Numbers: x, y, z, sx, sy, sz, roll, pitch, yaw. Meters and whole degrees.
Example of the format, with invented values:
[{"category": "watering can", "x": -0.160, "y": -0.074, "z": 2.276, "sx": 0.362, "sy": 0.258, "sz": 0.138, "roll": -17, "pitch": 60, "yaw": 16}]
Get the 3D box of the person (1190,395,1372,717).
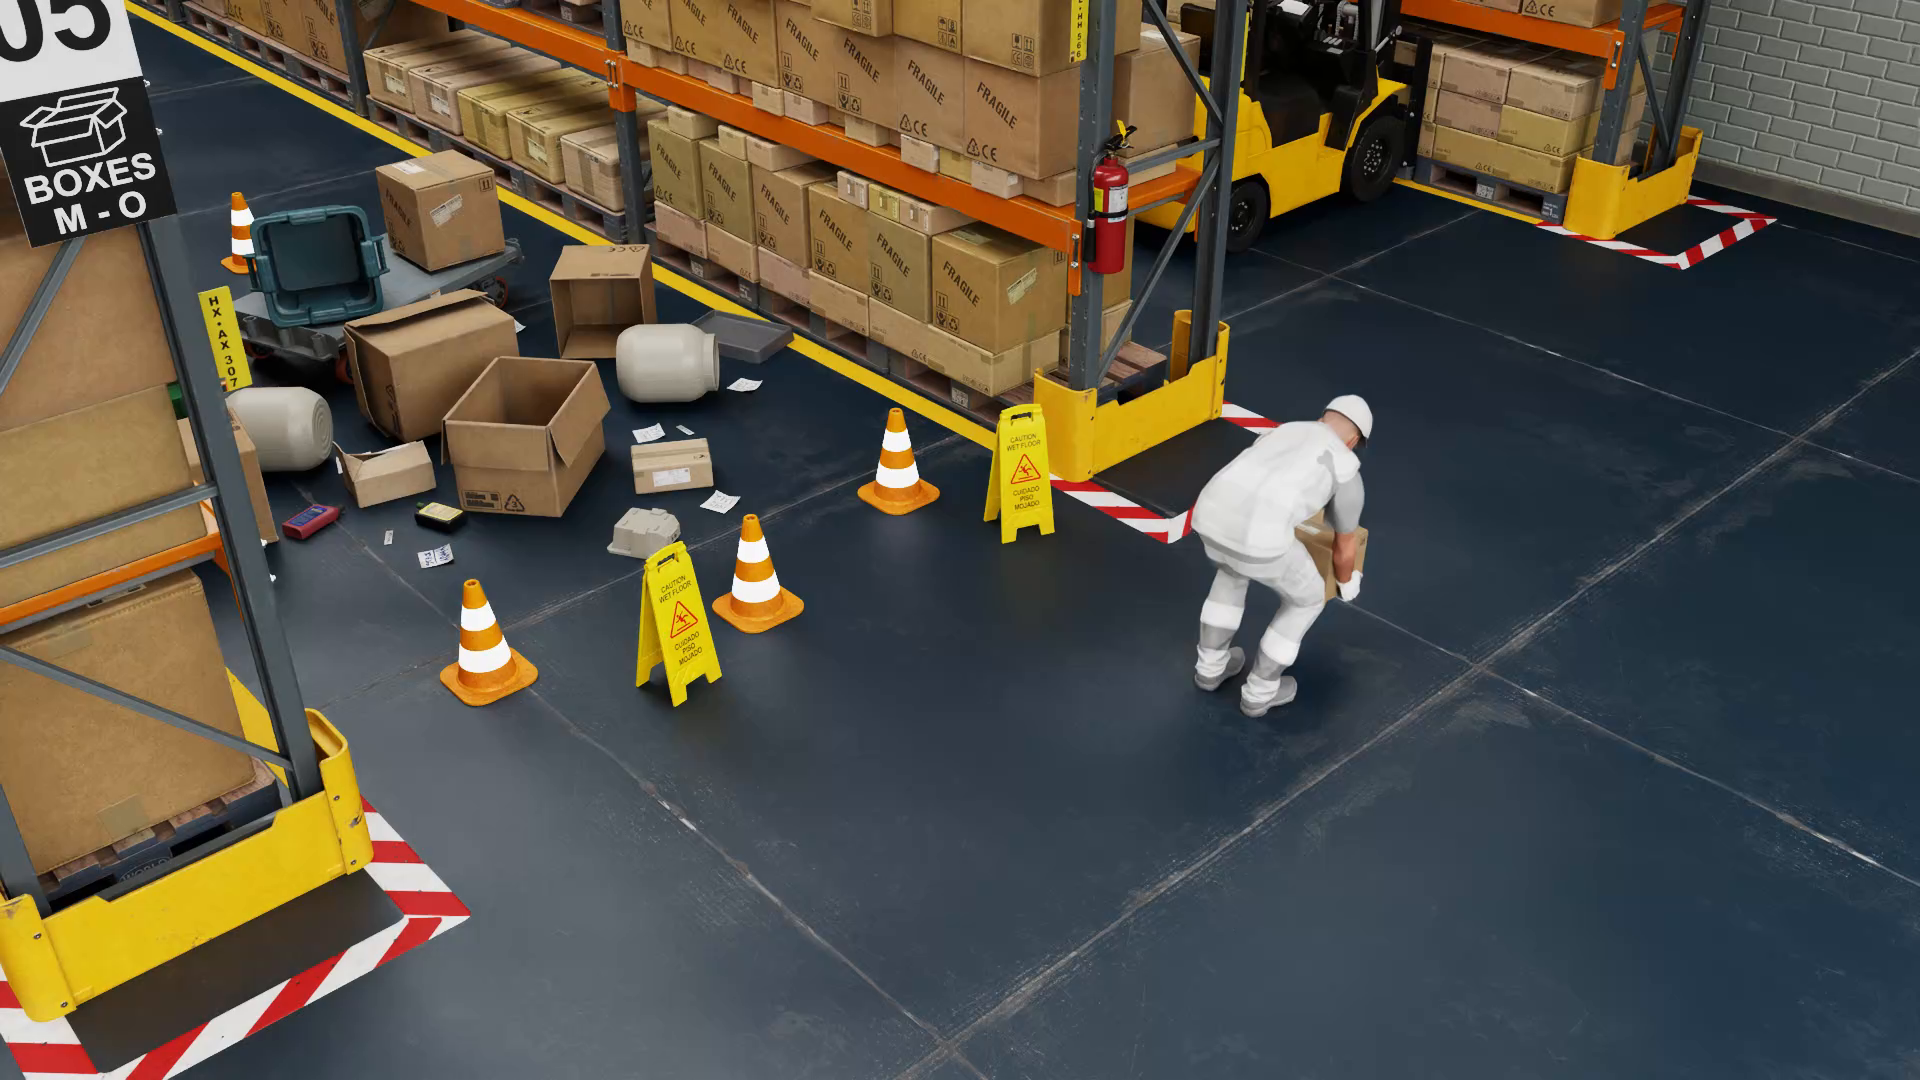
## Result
[{"category": "person", "x": 1.295, "y": 0.055, "z": 6.646, "sx": 0.522, "sy": 1.135, "sz": 0.951, "roll": 27, "pitch": 41, "yaw": 37}]
